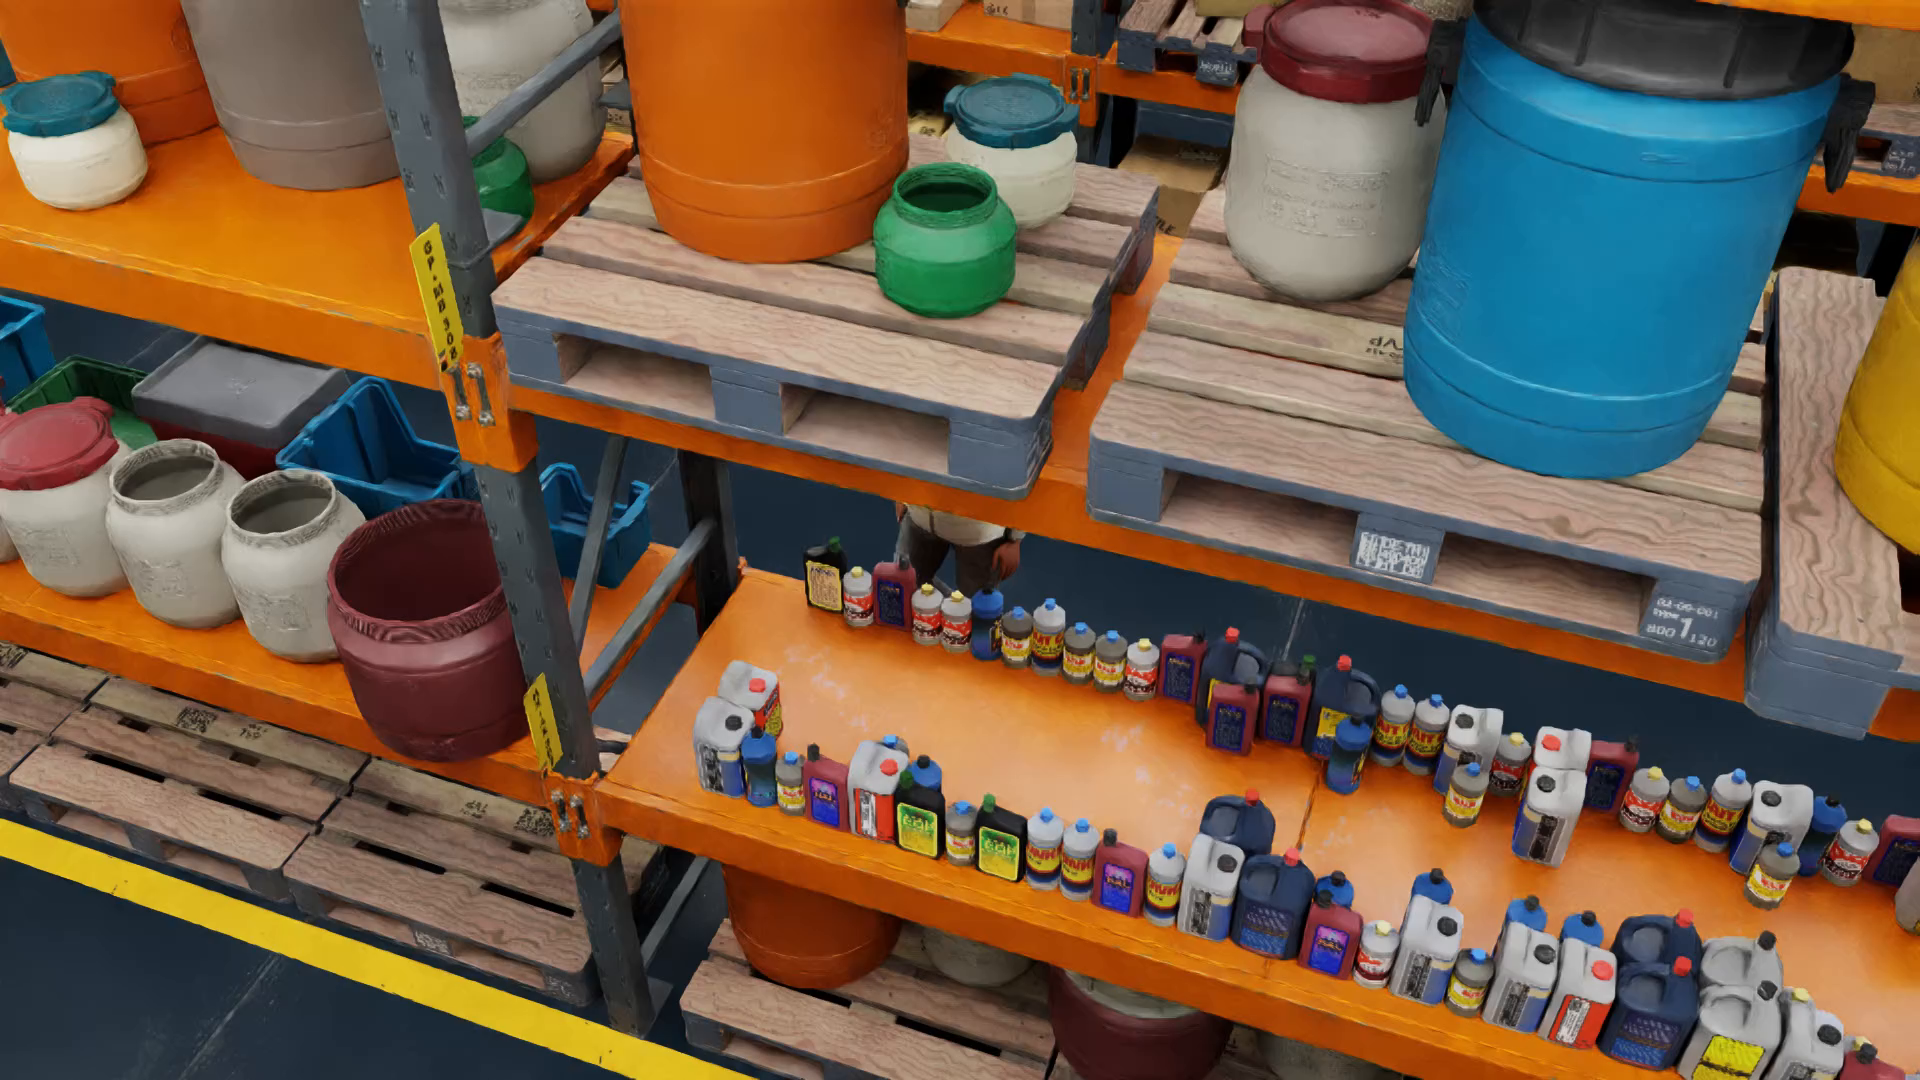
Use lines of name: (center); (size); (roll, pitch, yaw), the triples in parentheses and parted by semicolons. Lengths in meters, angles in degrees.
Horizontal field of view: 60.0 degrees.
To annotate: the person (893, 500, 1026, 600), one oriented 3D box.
person: (-0.009, -0.101, 6.250); (0.585, 1.762, 0.386); (26, 47, 27)
